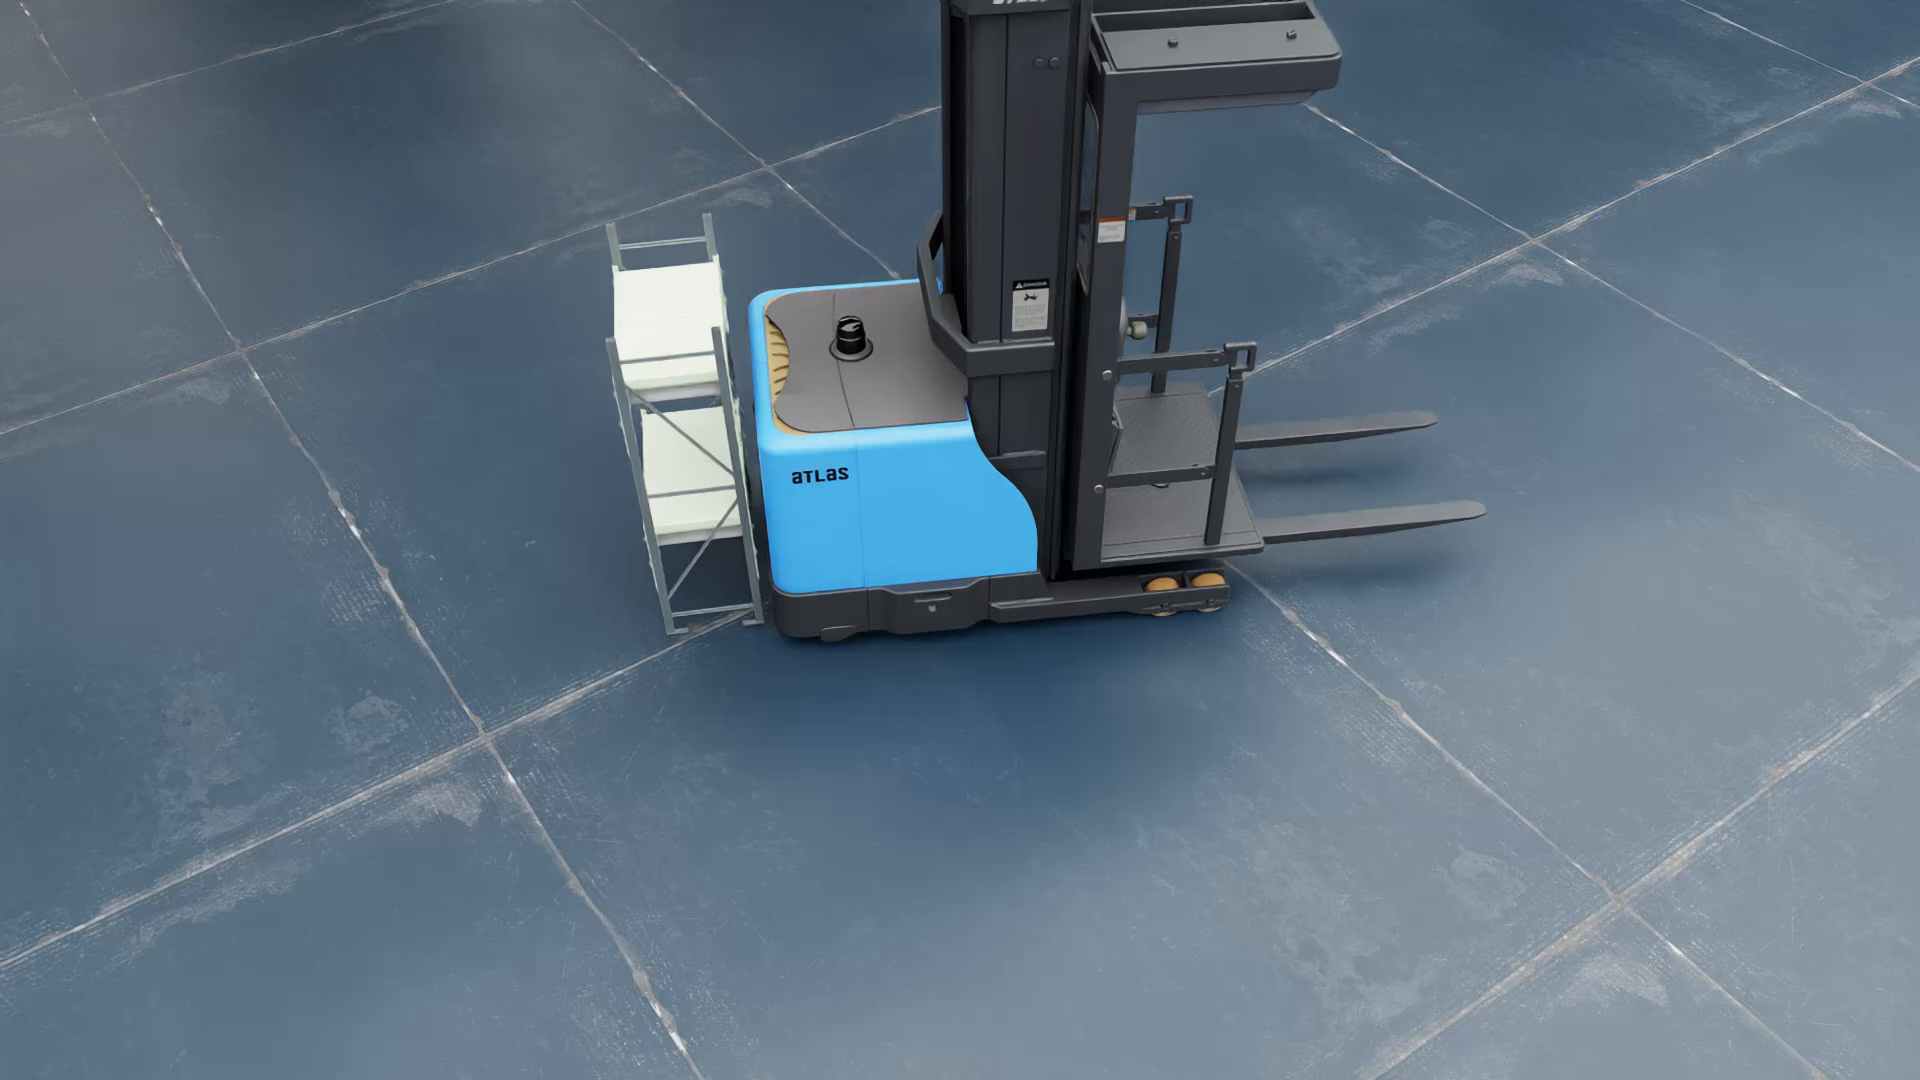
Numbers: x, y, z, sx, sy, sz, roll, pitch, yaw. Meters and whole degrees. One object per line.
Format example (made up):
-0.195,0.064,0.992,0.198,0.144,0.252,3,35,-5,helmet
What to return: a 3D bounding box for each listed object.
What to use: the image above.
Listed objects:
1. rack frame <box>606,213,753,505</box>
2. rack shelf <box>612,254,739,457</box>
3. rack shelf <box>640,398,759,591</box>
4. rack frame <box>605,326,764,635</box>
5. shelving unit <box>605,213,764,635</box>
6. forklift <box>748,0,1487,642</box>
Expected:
-1.134,-0.680,6.860,0.400,1.500,0.023,-7,44,-5,rack frame
-1.087,-0.712,6.328,0.431,0.370,0.720,-7,44,-5,rack shelf
-1.071,-0.195,6.824,0.431,0.370,0.720,-7,44,-5,rack shelf
-1.023,-0.181,6.337,0.400,1.500,0.023,-7,44,-5,rack frame
-1.078,-0.430,6.599,0.431,1.500,0.755,-7,44,-5,shelving unit
0.687,-1.102,6.273,3.031,2.935,1.130,-5,44,-6,forklift
